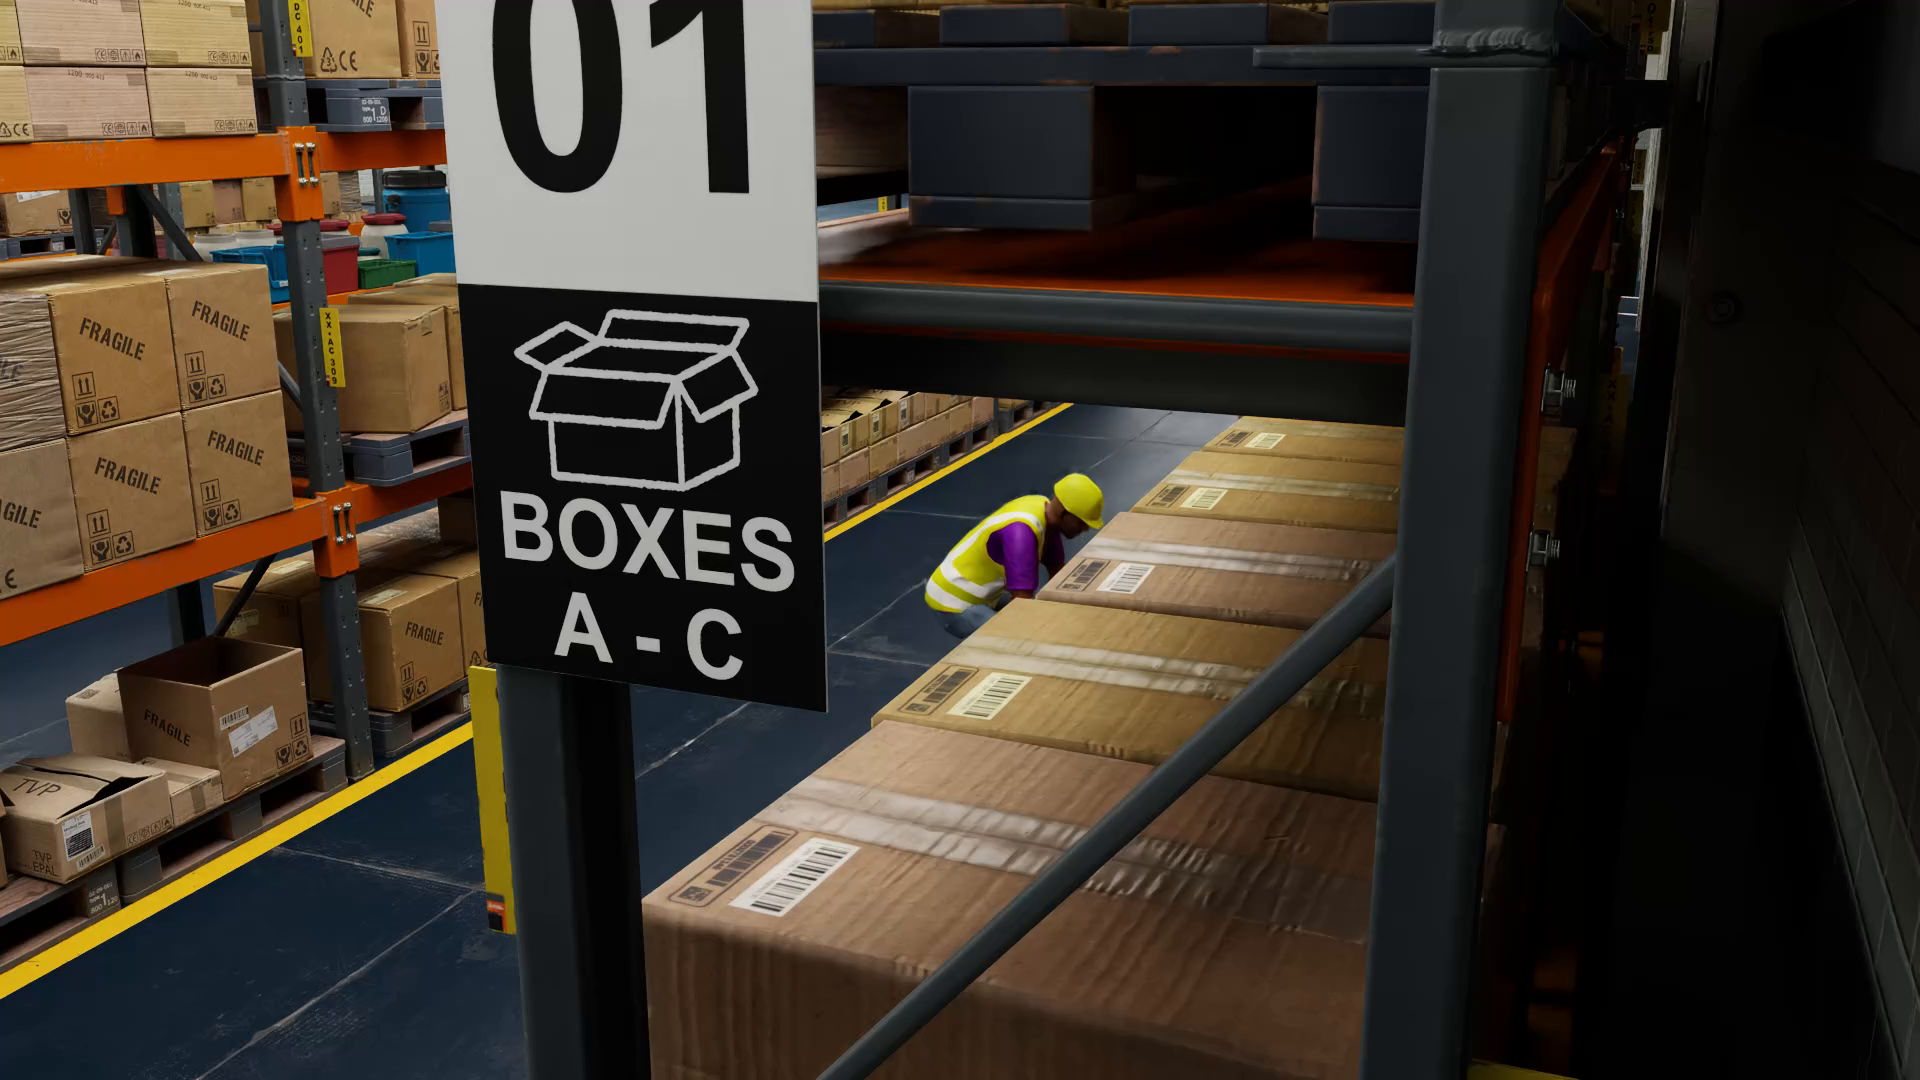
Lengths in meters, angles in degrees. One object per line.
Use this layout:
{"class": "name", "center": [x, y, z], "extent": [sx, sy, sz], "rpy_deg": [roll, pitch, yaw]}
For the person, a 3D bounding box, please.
{"class": "person", "center": [0.262, 0.311, 7.703], "extent": [0.805, 1.313, 0.629], "rpy_deg": [6, 16, 21]}
